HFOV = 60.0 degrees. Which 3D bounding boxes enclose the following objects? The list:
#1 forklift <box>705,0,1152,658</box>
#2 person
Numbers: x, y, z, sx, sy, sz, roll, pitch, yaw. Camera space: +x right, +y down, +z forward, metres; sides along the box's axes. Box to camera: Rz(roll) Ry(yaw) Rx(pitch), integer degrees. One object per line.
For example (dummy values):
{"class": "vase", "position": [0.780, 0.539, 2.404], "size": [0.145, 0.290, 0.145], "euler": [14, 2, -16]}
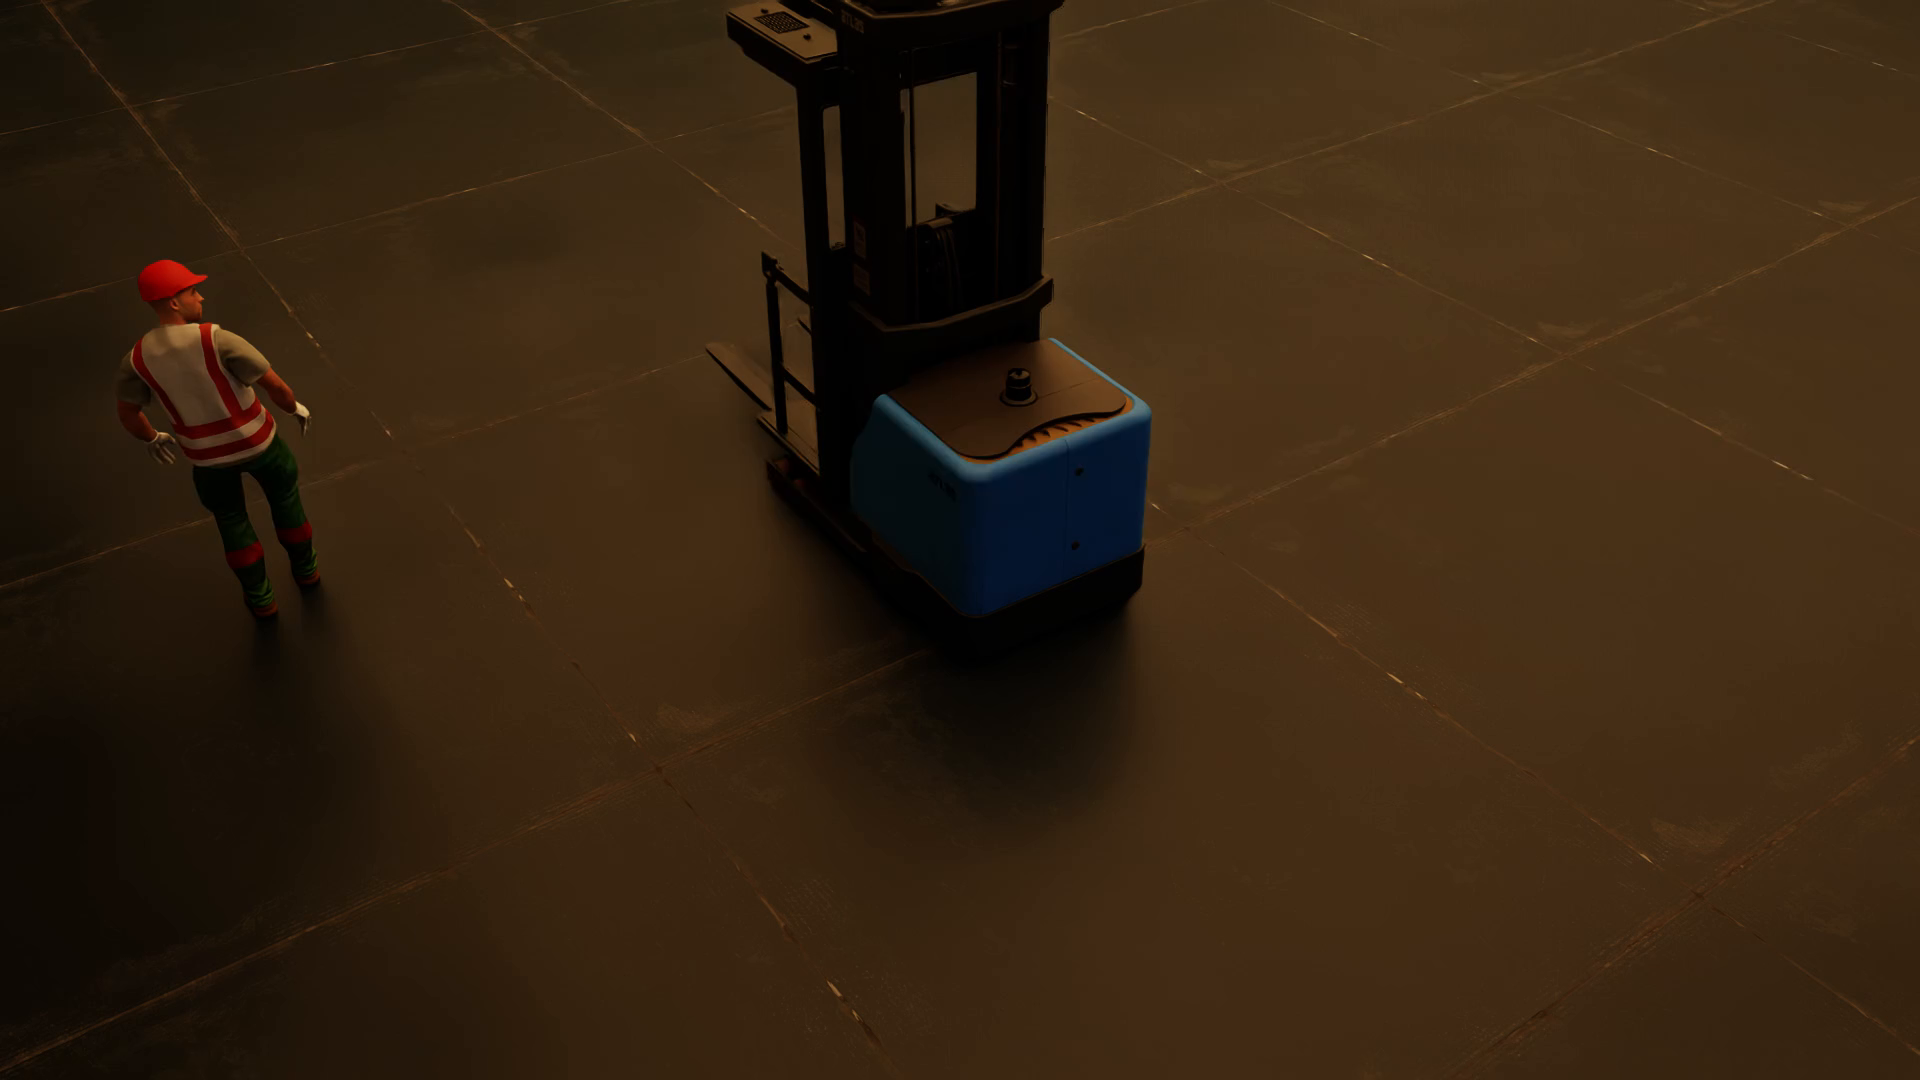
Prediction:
{"class": "forklift", "position": [-0.356, -1.481, 7.948], "size": [1.130, 2.935, 3.031], "euler": [-21, 42, -26]}
{"class": "person", "position": [-3.343, -0.473, 7.569], "size": [0.757, 1.761, 0.506], "euler": [-11, 38, -14]}
